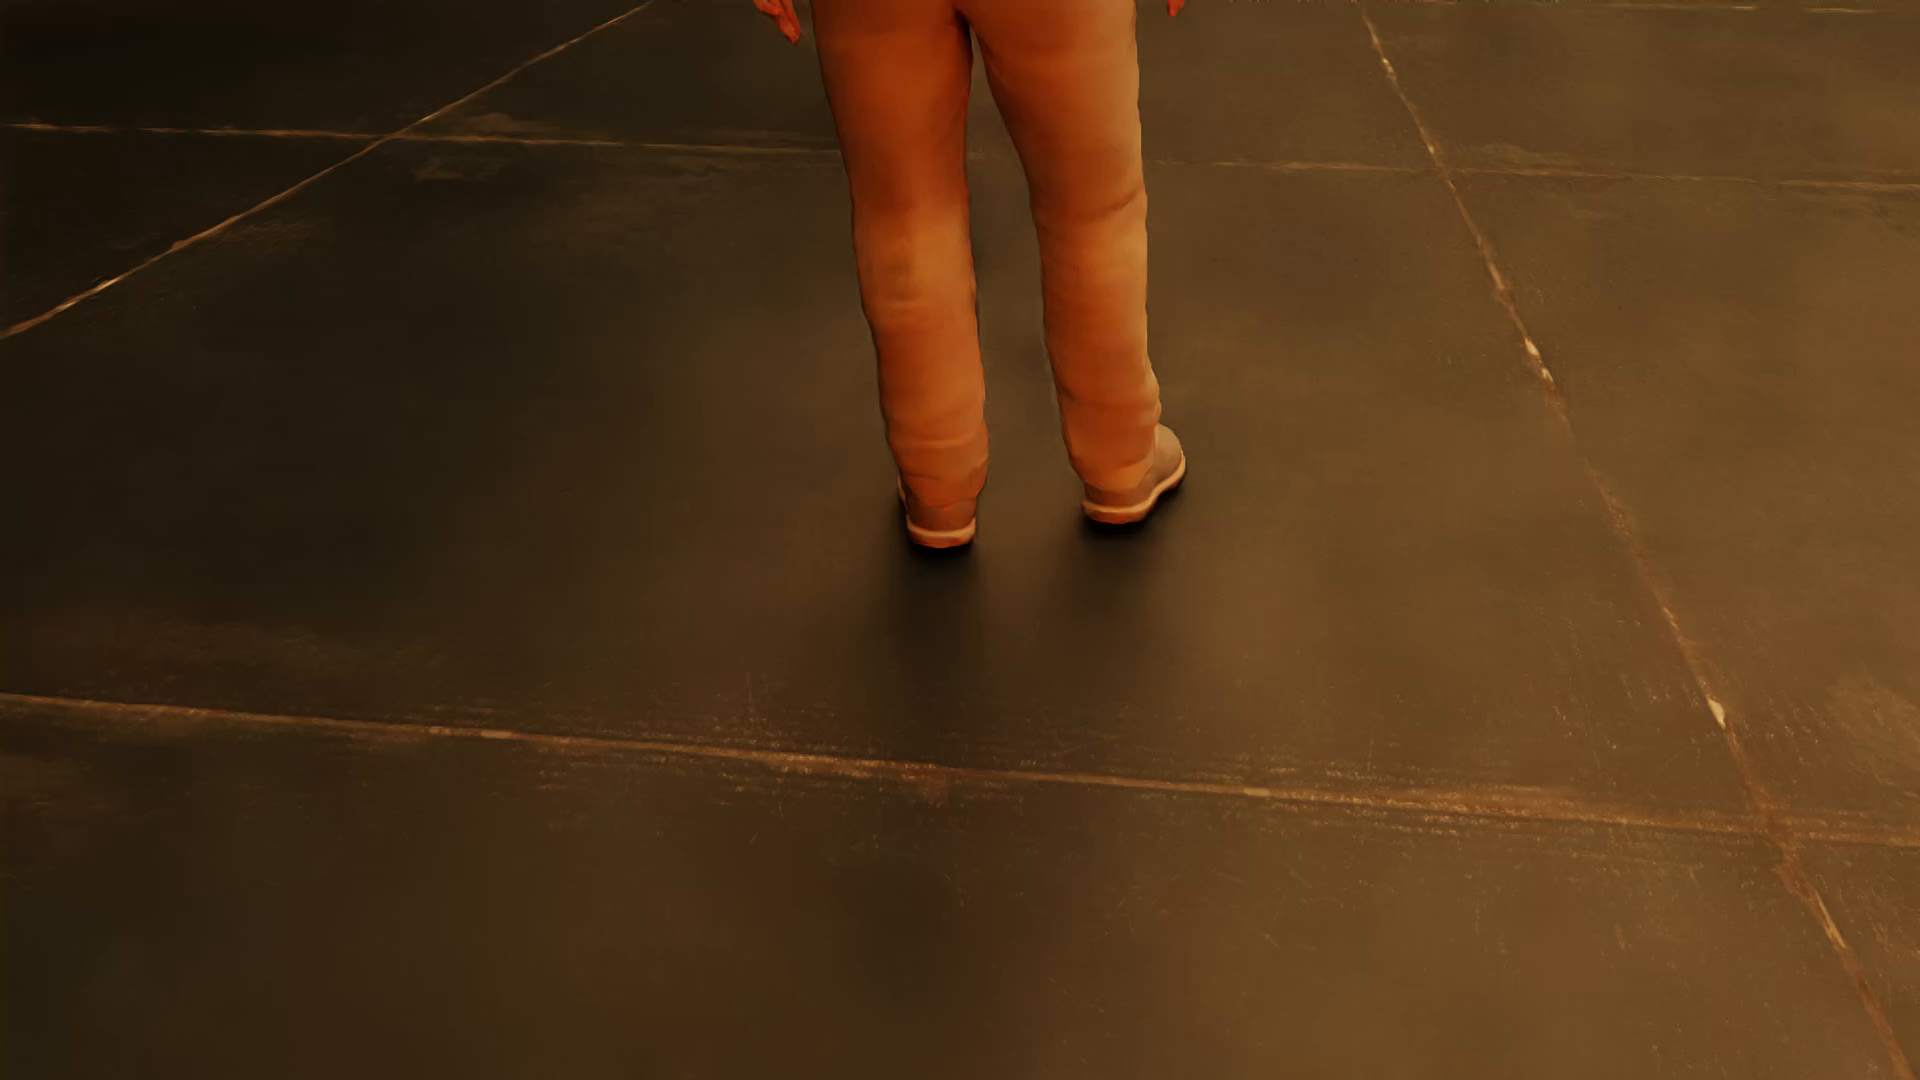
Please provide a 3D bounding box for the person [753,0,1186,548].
[{"bbox_3d":[0.022,-0.838,2.166,0.640,1.781,0.574,3,27,7],"label":"person"}]
